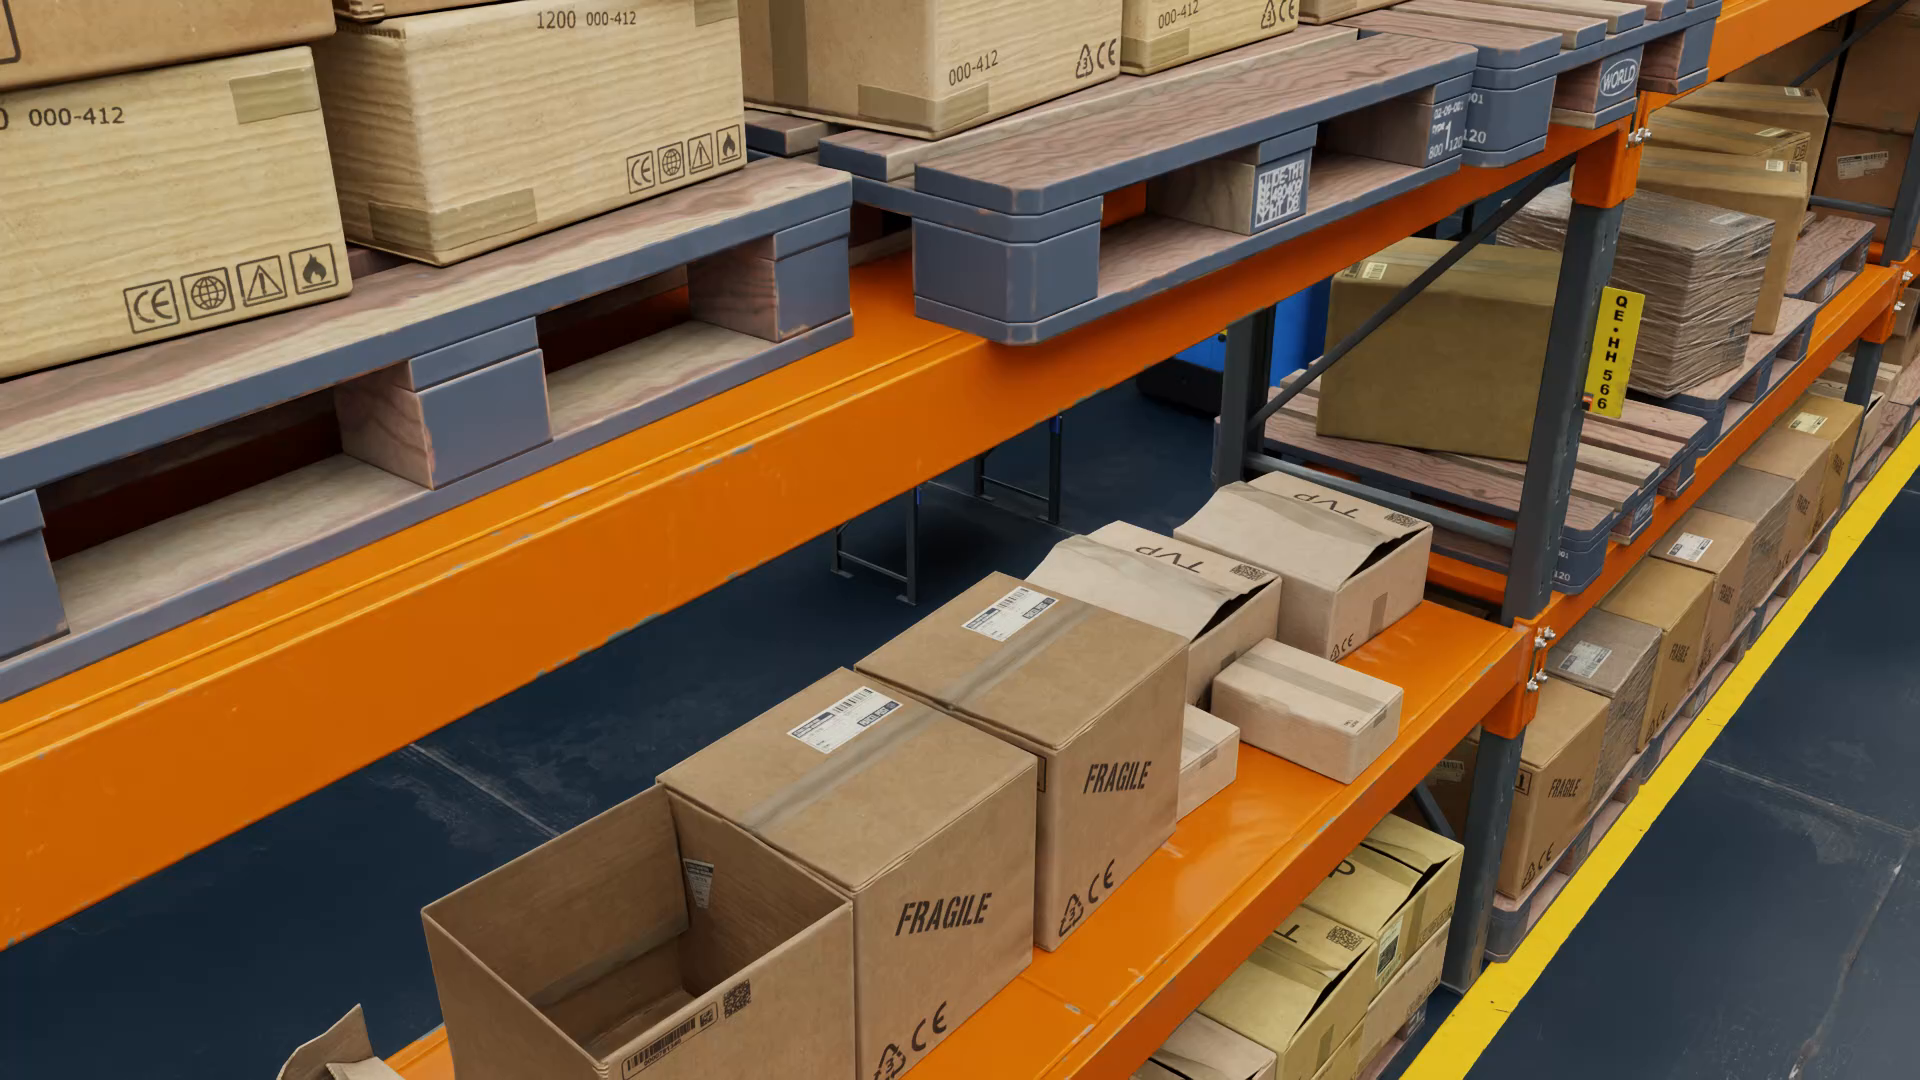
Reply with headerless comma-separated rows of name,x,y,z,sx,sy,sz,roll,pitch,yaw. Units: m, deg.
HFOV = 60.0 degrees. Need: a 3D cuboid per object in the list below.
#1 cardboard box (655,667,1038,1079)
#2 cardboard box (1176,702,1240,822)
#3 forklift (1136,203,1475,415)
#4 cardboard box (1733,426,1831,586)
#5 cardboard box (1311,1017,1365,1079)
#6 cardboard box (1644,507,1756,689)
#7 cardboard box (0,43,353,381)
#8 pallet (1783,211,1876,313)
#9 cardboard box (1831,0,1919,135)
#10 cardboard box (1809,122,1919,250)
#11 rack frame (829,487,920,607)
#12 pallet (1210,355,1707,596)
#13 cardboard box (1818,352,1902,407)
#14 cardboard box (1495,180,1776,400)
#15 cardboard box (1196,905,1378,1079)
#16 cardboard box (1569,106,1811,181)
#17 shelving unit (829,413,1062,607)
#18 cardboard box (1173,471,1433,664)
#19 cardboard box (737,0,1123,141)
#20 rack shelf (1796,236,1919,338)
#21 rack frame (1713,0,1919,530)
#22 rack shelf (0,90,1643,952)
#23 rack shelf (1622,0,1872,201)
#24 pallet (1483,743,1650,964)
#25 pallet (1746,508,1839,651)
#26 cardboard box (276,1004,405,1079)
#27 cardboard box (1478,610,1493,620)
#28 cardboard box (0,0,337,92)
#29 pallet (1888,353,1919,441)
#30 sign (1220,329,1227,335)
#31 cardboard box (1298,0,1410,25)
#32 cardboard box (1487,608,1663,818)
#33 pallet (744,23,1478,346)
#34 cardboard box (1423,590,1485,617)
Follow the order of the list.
cardboard box,-0.205,0.633,3.152,0.500,0.500,0.500,21,34,34
cardboard box,0.417,0.472,3.847,0.380,0.149,0.250,24,36,38
forklift,2.343,-2.443,9.283,1.130,2.935,3.031,23,35,37
cardboard box,3.316,-0.180,7.076,0.500,0.500,0.500,21,34,35
cardboard box,0.713,1.368,4.377,0.500,0.250,0.500,20,34,34
cardboard box,2.674,0.178,6.382,0.500,0.500,0.500,19,33,33
cardboard box,-0.960,-0.358,1.619,0.500,0.250,0.500,-24,36,-38
pallet,3.137,-1.190,6.995,1.003,0.211,1.213,21,34,34
cardboard box,4.246,-2.100,7.348,0.500,0.500,0.500,22,34,36
cardboard box,4.264,-1.672,7.609,0.500,0.500,0.500,22,34,36
rack frame,-0.378,-0.456,6.999,0.500,1.500,0.032,21,34,34
pallet,1.562,-0.284,5.243,1.213,0.211,1.003,21,34,34
cardboard box,4.706,-0.859,8.750,0.380,0.166,0.250,21,34,34
cardboard box,2.228,-0.864,5.590,0.500,0.500,0.700,-21,34,-34
cardboard box,0.716,1.121,4.244,0.500,0.311,0.500,20,34,34
cardboard box,2.867,-1.393,6.612,0.500,0.500,0.700,-22,35,-36
shelving unit,-0.054,-0.636,7.347,0.538,1.500,1.048,21,34,34
cardboard box,0.920,0.047,4.491,0.500,0.311,0.500,23,35,37
cardboard box,-0.096,-0.803,2.478,0.500,0.250,0.500,18,32,30
rack shelf,5.001,-1.916,8.973,1.077,0.370,4.000,21,34,34
rack frame,3.729,-1.527,7.437,1.000,3.000,0.127,21,34,34
rack shelf,-0.087,-0.412,2.801,1.077,0.370,4.000,21,34,34
rack shelf,2.457,-1.830,5.542,1.077,0.370,4.000,21,34,34
pallet,1.689,0.876,5.826,1.003,0.211,1.213,21,34,34
pallet,3.241,0.011,7.499,1.003,0.211,1.213,21,34,34
cardboard box,-0.942,1.004,2.691,0.396,0.266,0.258,20,33,33
cardboard box,1.599,0.406,5.942,0.500,0.500,0.500,22,35,36
cardboard box,-0.937,-0.683,1.431,0.500,0.500,0.500,21,34,35
pallet,4.942,-0.966,9.387,1.003,0.211,1.213,21,34,34
sign,0.760,-0.743,4.747,0.100,0.325,0.005,21,34,34
cardboard box,0.620,-1.192,3.232,0.500,0.250,0.500,22,34,36
cardboard box,2.024,0.541,5.681,0.500,0.500,0.500,19,33,33
pallet,0.113,-0.693,2.766,1.003,0.211,1.213,23,35,37
cardboard box,1.631,0.052,5.811,0.500,0.250,0.500,22,35,36
